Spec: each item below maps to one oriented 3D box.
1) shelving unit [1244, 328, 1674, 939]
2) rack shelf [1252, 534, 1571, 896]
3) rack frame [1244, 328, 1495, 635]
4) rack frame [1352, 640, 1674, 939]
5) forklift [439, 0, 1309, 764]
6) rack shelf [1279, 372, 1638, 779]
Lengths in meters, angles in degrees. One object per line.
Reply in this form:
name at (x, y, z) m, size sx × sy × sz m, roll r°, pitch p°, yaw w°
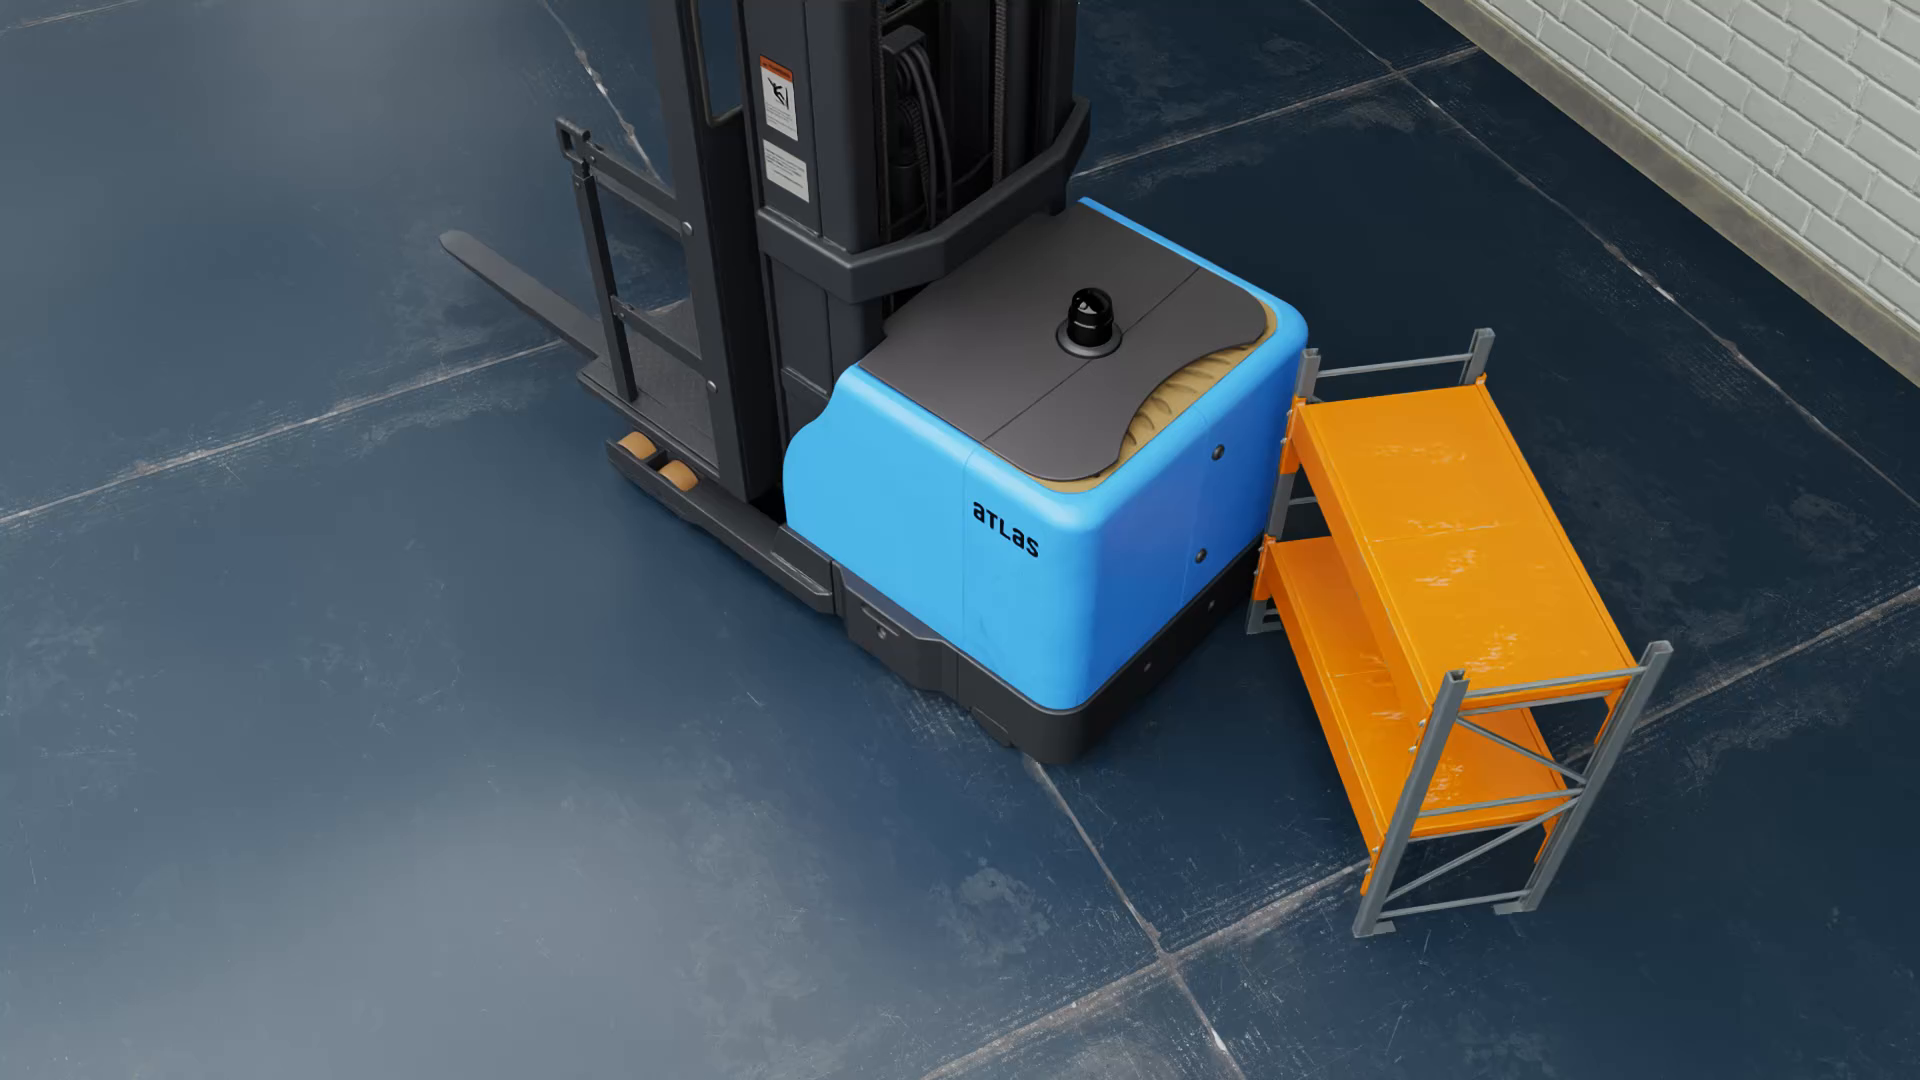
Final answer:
shelving unit at (1.191, 0.250, 4.284) m, size 0.538 × 1.125 × 1.048 m, roll -7°, pitch 49°, yaw -6°
rack shelf at (1.191, 0.411, 4.468) m, size 0.538 × 0.278 × 1.000 m, roll -7°, pitch 49°, yaw -6°
rack frame at (1.106, -0.127, 4.614) m, size 0.500 × 1.125 × 0.032 m, roll -7°, pitch 49°, yaw -6°
rack frame at (1.276, 0.627, 3.954) m, size 0.500 × 1.125 × 0.032 m, roll -7°, pitch 49°, yaw -6°
forklift at (-0.501, -1.317, 4.455) m, size 3.031 × 2.935 × 1.130 m, roll 34°, pitch 57°, yaw 26°
rack shelf at (1.191, 0.057, 4.064) m, size 0.538 × 0.278 × 1.000 m, roll -7°, pitch 49°, yaw -6°
